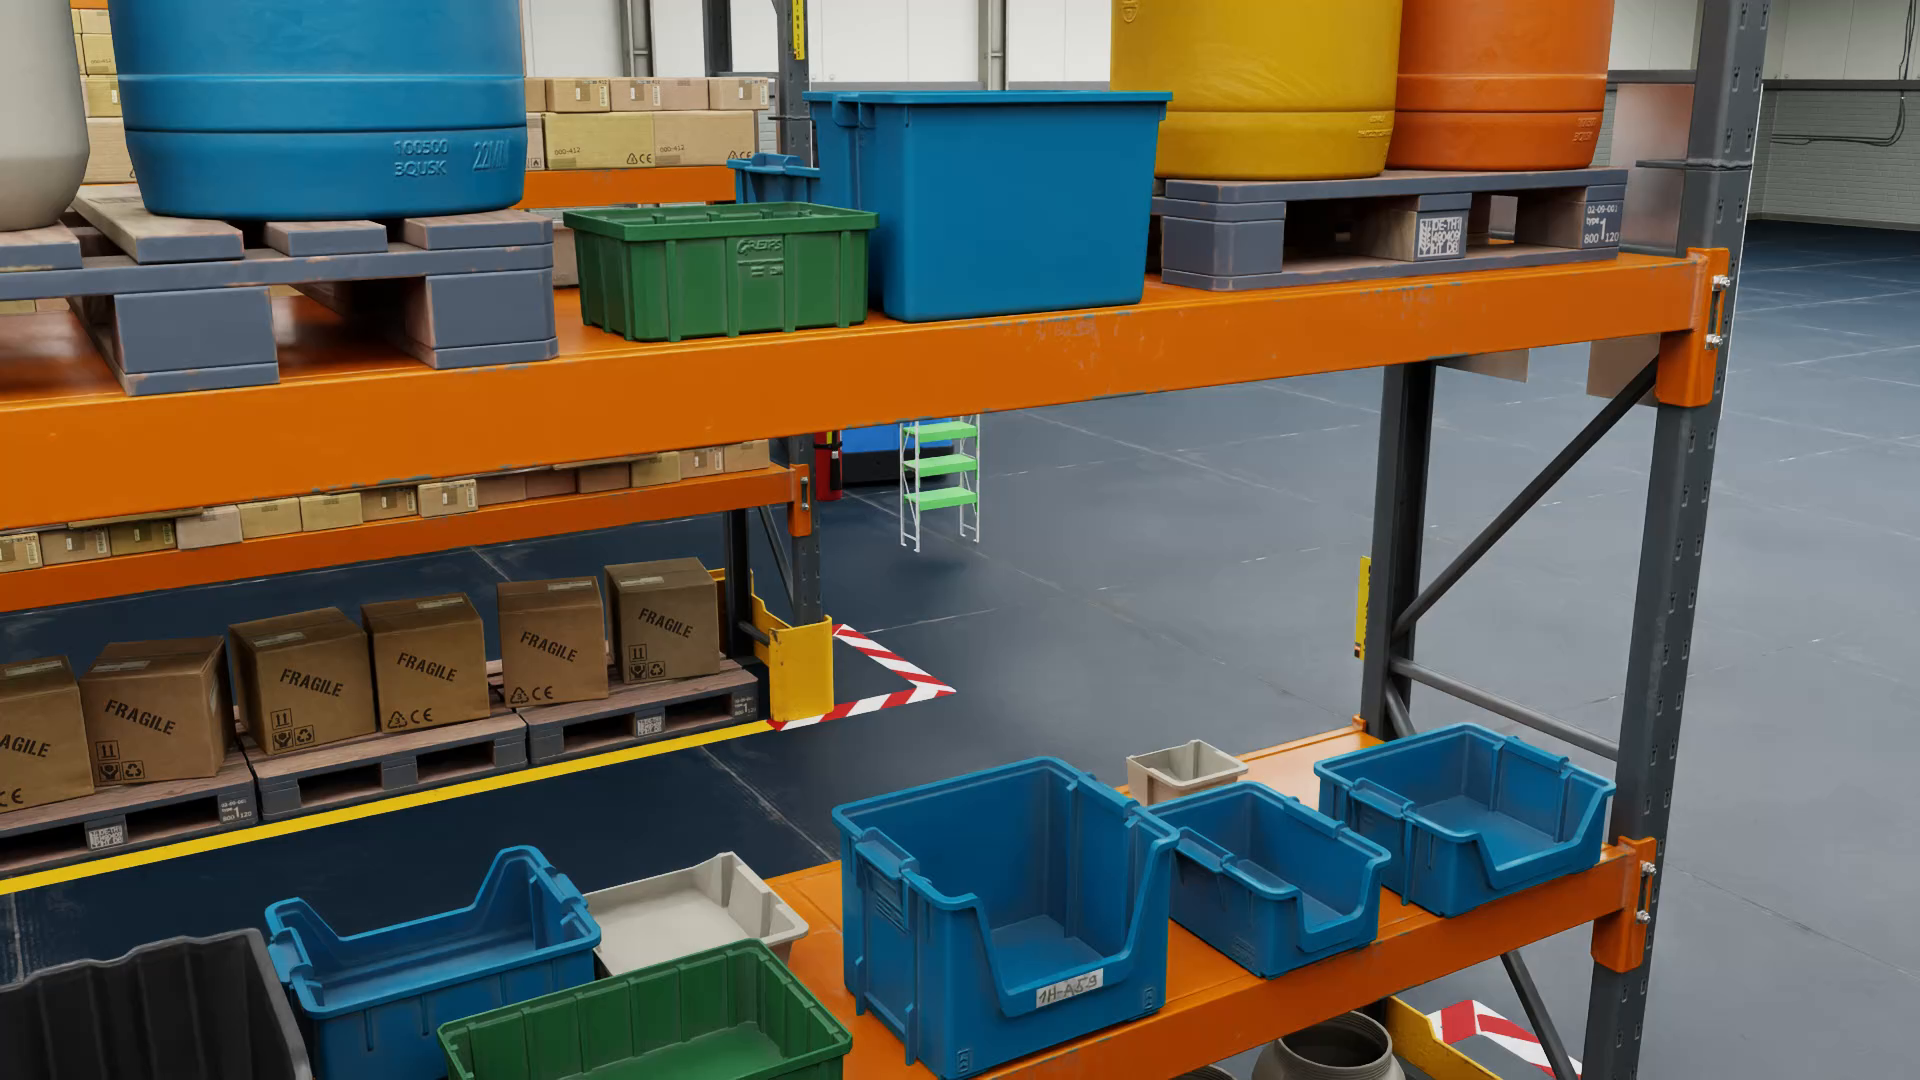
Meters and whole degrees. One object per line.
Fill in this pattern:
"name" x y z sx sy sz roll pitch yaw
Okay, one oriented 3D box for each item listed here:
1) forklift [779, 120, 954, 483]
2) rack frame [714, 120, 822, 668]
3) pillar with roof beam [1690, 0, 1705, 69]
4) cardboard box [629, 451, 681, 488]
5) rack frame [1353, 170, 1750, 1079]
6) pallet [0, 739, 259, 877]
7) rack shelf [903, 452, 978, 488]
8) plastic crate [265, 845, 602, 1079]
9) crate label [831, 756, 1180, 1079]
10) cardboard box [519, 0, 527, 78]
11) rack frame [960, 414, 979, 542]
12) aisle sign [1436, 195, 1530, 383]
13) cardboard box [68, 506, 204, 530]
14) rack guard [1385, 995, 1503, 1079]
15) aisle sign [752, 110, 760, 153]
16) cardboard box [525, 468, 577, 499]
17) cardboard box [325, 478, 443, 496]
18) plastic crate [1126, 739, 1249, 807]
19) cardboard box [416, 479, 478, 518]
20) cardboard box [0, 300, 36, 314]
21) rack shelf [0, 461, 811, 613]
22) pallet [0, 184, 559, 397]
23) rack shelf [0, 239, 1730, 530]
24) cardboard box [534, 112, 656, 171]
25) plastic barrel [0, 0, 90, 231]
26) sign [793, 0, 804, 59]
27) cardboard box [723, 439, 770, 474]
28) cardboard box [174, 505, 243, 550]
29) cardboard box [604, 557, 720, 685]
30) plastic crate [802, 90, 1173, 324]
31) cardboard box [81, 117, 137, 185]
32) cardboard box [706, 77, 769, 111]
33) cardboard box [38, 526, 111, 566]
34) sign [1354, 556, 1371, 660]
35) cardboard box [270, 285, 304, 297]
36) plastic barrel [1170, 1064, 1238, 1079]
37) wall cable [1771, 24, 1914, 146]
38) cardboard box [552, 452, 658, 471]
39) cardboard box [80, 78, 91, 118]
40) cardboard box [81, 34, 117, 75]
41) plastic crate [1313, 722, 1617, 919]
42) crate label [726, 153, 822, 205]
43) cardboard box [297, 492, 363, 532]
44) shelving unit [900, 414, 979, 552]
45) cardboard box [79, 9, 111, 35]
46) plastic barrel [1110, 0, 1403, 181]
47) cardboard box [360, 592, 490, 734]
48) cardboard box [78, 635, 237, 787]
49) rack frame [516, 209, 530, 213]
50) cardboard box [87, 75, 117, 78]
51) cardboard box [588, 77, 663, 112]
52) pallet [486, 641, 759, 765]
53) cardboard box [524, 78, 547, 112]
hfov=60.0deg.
"forklift" -0.987 -2.218 14.392 1.130 2.935 3.031 -5 16 -17
"rack frame" -1.022 -0.669 8.738 0.127 3.000 1.000 -9 18 -30
"pillar with roof beam" 18.186 -10.284 31.925 0.400 9.000 9.100 -9 18 -30
"cardboard box" -1.562 -0.379 8.171 0.250 0.149 0.380 -9 18 -30
"rack frame" 1.529 0.477 4.650 0.127 3.000 1.000 -9 18 -30
"pallet" -3.893 1.128 7.493 1.213 0.211 1.003 -9 18 -30
"rack shelf" -0.142 -0.493 11.683 0.480 0.148 0.258 -9 18 -30
"plastic crate" -1.091 0.888 3.460 0.616 0.251 0.499 -9 18 -30
"crate label" 0.090 0.779 3.510 0.616 0.435 0.502 -9 18 -30
"cardboard box" -2.220 -2.271 7.235 0.500 0.500 0.500 -9 18 -30
"rack frame" 0.067 -0.589 11.787 0.015 1.200 0.240 -9 18 -30
"aisle sign" 1.440 -0.852 4.577 0.004 0.787 0.394 -9 18 -30
"cardboard box" -3.586 -0.414 7.092 0.500 0.500 0.875 -9 18 -30
"rack guard" 1.488 1.702 4.911 0.348 0.500 1.175 -9 18 -30
"aisle sign" -1.123 -1.999 8.666 0.004 0.787 0.394 -9 18 -30
"cardboard box" -2.020 -0.323 7.970 0.250 0.149 0.380 -9 18 -30
"cardboard box" -2.760 -0.567 7.637 0.500 0.500 0.875 -9 18 -30
"plastic crate" 0.596 0.654 4.508 0.250 0.136 0.298 -9 18 -30
"cardboard box" -2.392 -0.228 7.630 0.250 0.149 0.380 -9 18 -30
"cardboard box" -3.934 -0.789 6.580 0.500 0.500 0.500 -9 18 -30
"rack shelf" -2.736 -0.044 7.844 4.000 0.370 1.077 -9 18 -30
"pallet" -1.332 -0.443 2.726 1.003 0.211 1.213 -9 18 -30
"rack shelf" -0.186 -0.343 3.351 4.000 0.370 1.077 -9 18 -30
"cardboard box" -1.731 -1.845 7.655 0.500 0.250 0.500 -9 18 -29
"plastic barrel" -1.430 -0.682 2.242 0.421 0.512 0.421 0 16 0
"sign" -0.753 -2.408 7.746 0.005 0.325 0.100 -9 18 -30
"cardboard box" -1.160 -0.460 8.461 0.250 0.149 0.380 -9 18 -30
"cardboard box" -3.246 -0.087 7.129 0.250 0.149 0.380 -9 18 -30
"cardboard box" -1.566 0.415 8.723 0.500 0.500 0.500 -6 17 -19
"plastic crate" 0.049 -0.625 3.054 0.575 0.384 0.392 -9 18 -30
"cardboard box" -3.482 -1.563 6.649 0.500 0.250 0.500 -9 18 -30
"cardboard box" -1.099 -2.122 7.905 0.250 0.149 0.380 -9 18 -30
"cardboard box" -3.691 -0.025 6.907 0.250 0.149 0.380 -9 18 -30
"sign" 1.249 0.216 5.069 0.005 0.325 0.100 -9 18 -30
"cardboard box" -3.077 -0.929 7.076 0.500 0.500 0.500 -9 18 -30
"plastic barrel" 0.574 1.652 4.292 0.421 0.512 0.421 0 16 0
"wall cable" 19.176 -9.889 36.267 0.112 2.526 3.097 -9 18 -30
"cardboard box" -1.874 -0.693 8.088 0.500 0.500 0.875 -9 18 -30
"cardboard box" -3.576 -1.736 6.529 0.250 0.149 0.380 -9 18 -29
"cardboard box" -5.491 -3.184 10.917 0.500 0.250 0.500 -9 18 -30
"plastic crate" 1.254 0.688 4.175 0.616 0.251 0.499 -9 18 -30
"crate label" -0.246 -0.712 3.610 0.408 0.251 0.502 -9 18 -30
"cardboard box" -2.833 -0.164 7.402 0.250 0.149 0.380 -9 18 -30
"shelving unit" -0.142 -0.555 11.666 0.503 1.200 0.258 -9 18 -30
"cardboard box" -5.559 -3.346 10.757 0.250 0.149 0.380 -9 18 -29
"plastic barrel" 0.617 -1.072 3.493 0.600 0.588 0.600 0 16 0
"cardboard box" -2.607 0.589 8.104 0.500 0.500 0.500 -7 17 -25
"cardboard box" -3.600 0.761 7.491 0.500 0.500 0.500 -3 16 -12
"rack frame" -3.490 -1.830 12.882 0.127 3.000 1.000 -9 18 -30
"cardboard box" -5.560 -2.962 10.864 0.250 0.149 0.380 -10 18 -31
"cardboard box" -1.561 -2.050 7.646 0.250 0.149 0.380 -10 19 -32
"pallet" -1.802 0.789 8.703 1.213 0.211 1.003 -9 18 -30
"cardboard box" -2.040 -2.004 7.482 0.250 0.149 0.380 -9 18 -29
